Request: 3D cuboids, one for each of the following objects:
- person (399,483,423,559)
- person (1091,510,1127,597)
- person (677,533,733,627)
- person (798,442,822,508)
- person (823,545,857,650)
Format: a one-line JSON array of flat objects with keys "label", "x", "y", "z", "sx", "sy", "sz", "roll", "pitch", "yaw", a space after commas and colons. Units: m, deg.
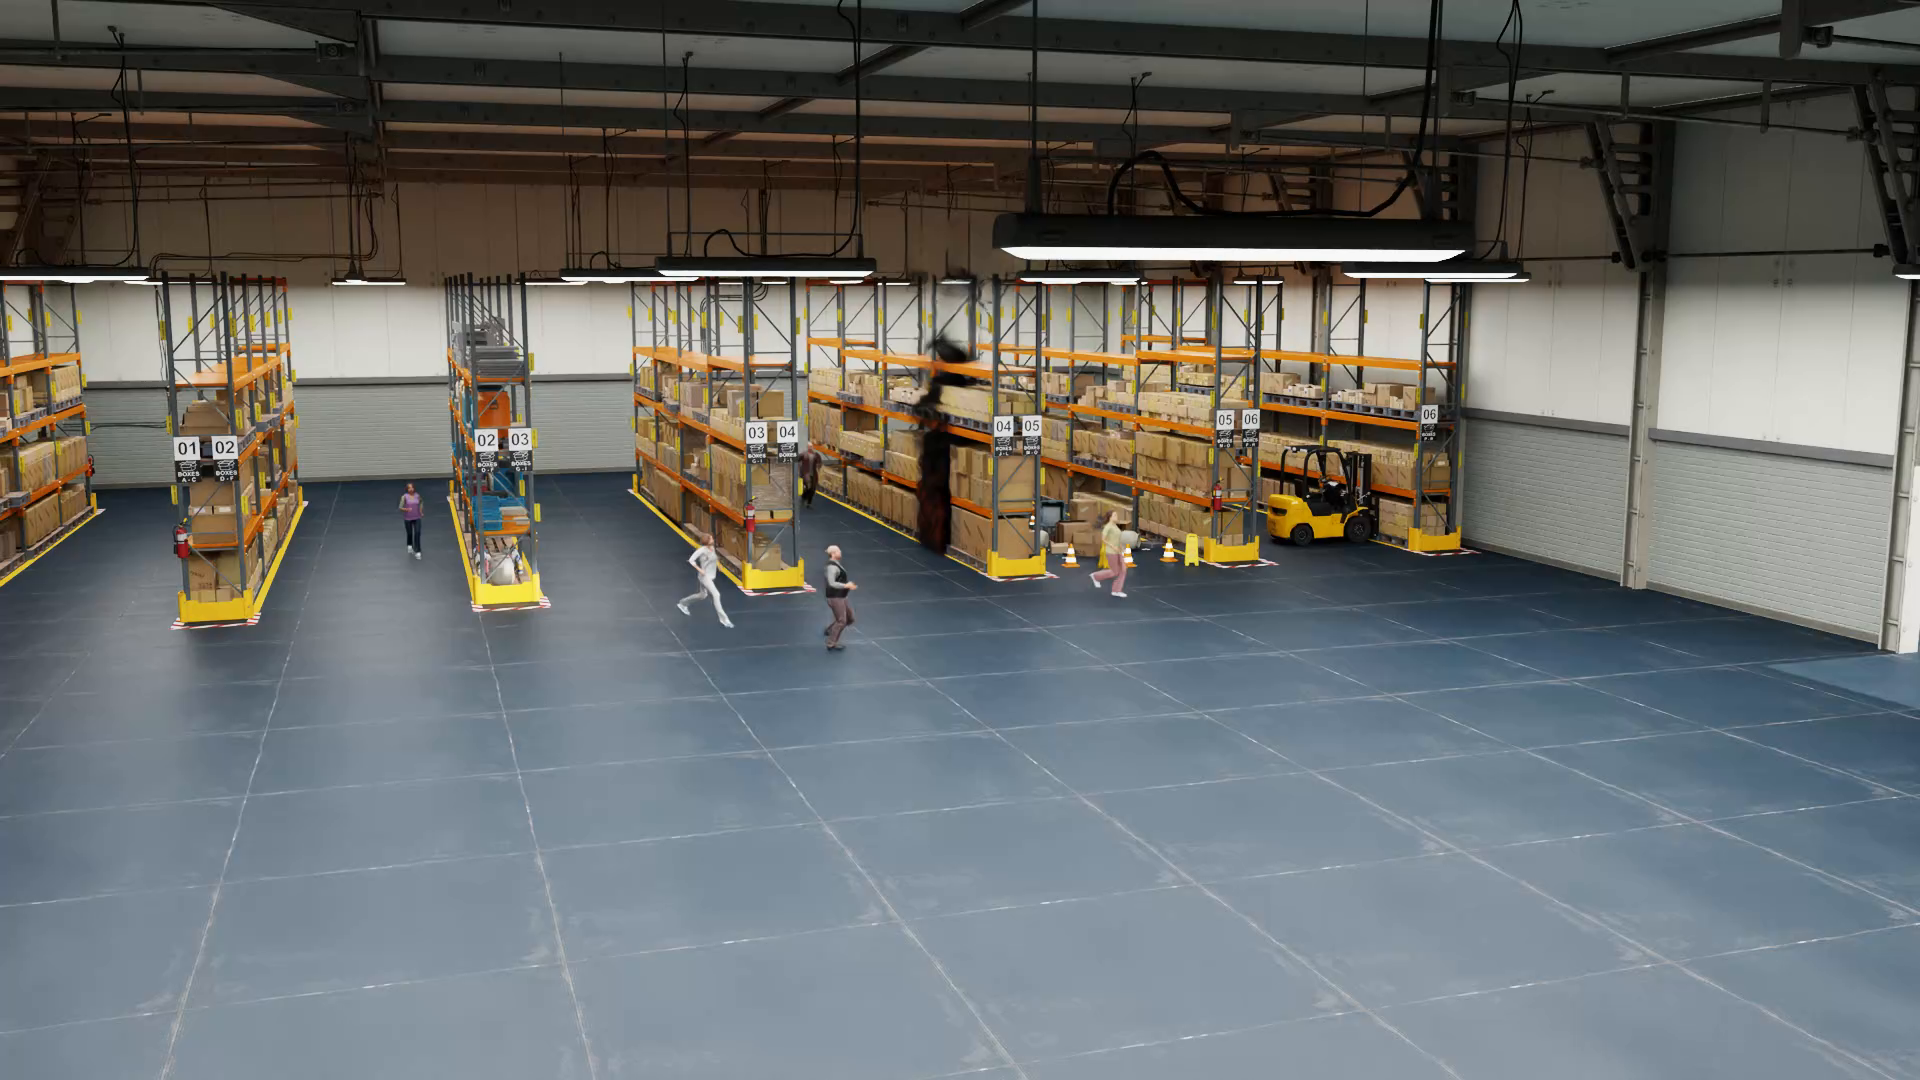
[{"label": "person", "x": -11.690, "y": -0.429, "z": 35.492, "sx": 0.537, "sy": 1.596, "sz": 0.878, "roll": -4, "pitch": 10, "yaw": -27}, {"label": "person", "x": 2.820, "y": 0.240, "z": 31.144, "sx": 0.703, "sy": 1.640, "sz": 0.590, "roll": 4, "pitch": 10, "yaw": 27}, {"label": "person", "x": -4.364, "y": 0.667, "z": 28.450, "sx": 1.032, "sy": 1.600, "sz": 0.506, "roll": 1, "pitch": 9, "yaw": 9}, {"label": "person", "x": -3.918, "y": -1.684, "z": 43.407, "sx": 0.687, "sy": 1.733, "sz": 0.742, "roll": -4, "pitch": 9, "yaw": -23}, {"label": "person", "x": -1.906, "y": 0.910, "z": 26.462, "sx": 0.583, "sy": 1.675, "sz": 0.651, "roll": 0, "pitch": 9, "yaw": 2}]
